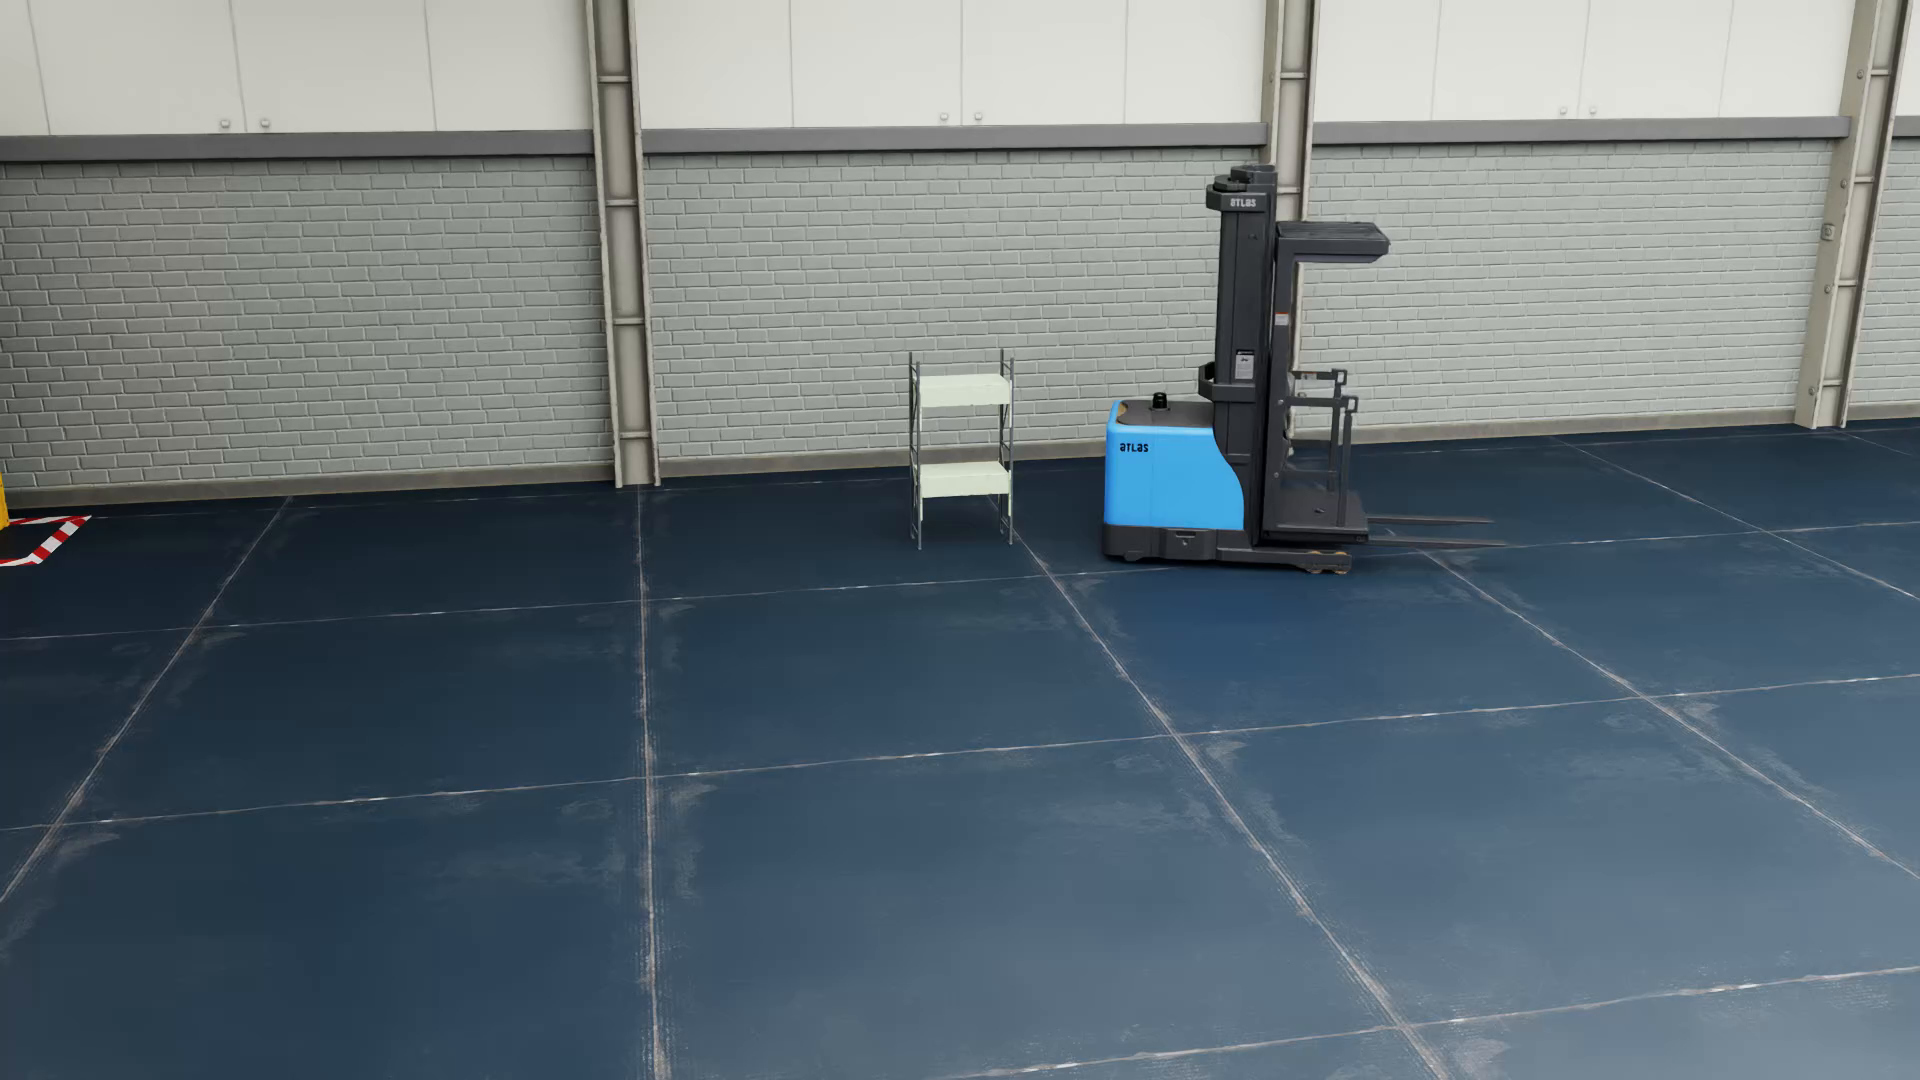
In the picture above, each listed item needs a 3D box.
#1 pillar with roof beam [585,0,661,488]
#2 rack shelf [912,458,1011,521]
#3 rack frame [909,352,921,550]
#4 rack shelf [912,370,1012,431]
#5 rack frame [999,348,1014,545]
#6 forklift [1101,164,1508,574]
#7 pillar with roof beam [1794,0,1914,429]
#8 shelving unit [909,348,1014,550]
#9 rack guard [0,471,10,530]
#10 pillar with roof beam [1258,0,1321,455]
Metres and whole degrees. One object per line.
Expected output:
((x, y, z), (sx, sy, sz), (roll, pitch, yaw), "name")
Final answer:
((-2.090, -3.583, 9.651), (0.400, 9.000, 9.100), (-3, 17, -10), "pillar with roof beam")
((0.007, -0.406, 13.189), (0.720, 0.370, 0.431), (-3, 17, -10), "rack shelf")
((-0.353, -0.697, 13.026), (0.023, 1.500, 0.400), (-3, 17, -10), "rack frame")
((0.007, -1.090, 12.978), (0.720, 0.370, 0.431), (-3, 17, -10), "rack shelf")
((0.366, -0.738, 13.159), (0.023, 1.500, 0.400), (-3, 17, -10), "rack frame")
((2.646, -1.310, 12.586), (3.031, 2.935, 1.130), (2, 17, 8), "forklift")
((9.693, -4.252, 11.828), (0.400, 9.000, 9.100), (-3, 17, -10), "pillar with roof beam")
((0.007, -0.717, 13.093), (0.755, 1.500, 0.431), (-3, 17, -10), "shelving unit")
((-7.919, -0.208, 13.136), (0.348, 0.500, 1.175), (-3, 17, -10), "rack guard")
((3.802, -3.917, 10.740), (0.400, 9.000, 9.100), (-3, 17, -10), "pillar with roof beam")
